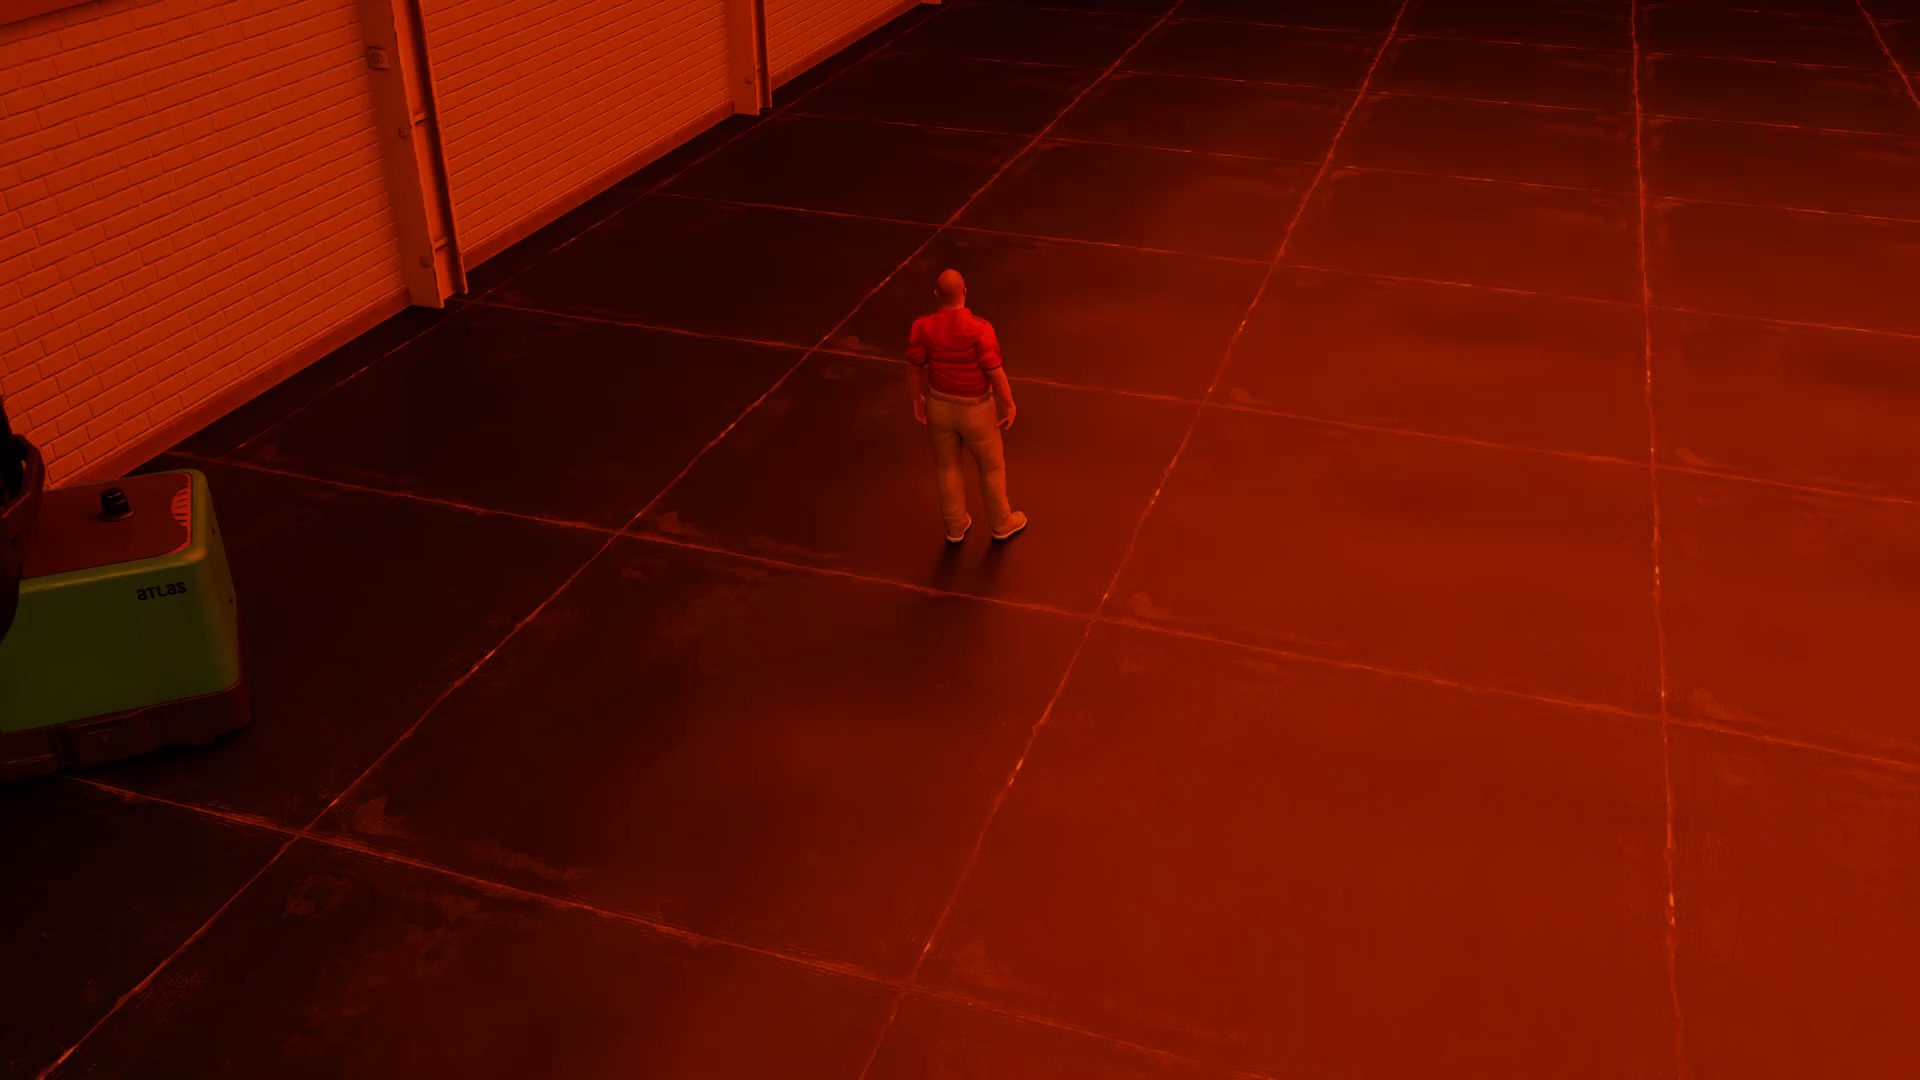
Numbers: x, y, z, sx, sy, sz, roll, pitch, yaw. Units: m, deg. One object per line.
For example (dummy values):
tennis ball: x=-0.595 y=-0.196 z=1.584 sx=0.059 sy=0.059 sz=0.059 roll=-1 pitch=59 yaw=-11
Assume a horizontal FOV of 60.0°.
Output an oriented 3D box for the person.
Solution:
person: x=0.040 y=-0.798 z=9.735 sx=0.641 sy=1.727 sz=0.550 roll=10 pitch=31 yaw=16

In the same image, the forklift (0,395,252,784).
forklift: x=-5.135 y=-0.236 z=7.551 sx=3.031 sy=2.935 sz=1.130 roll=-11 pitch=32 yaw=-19
